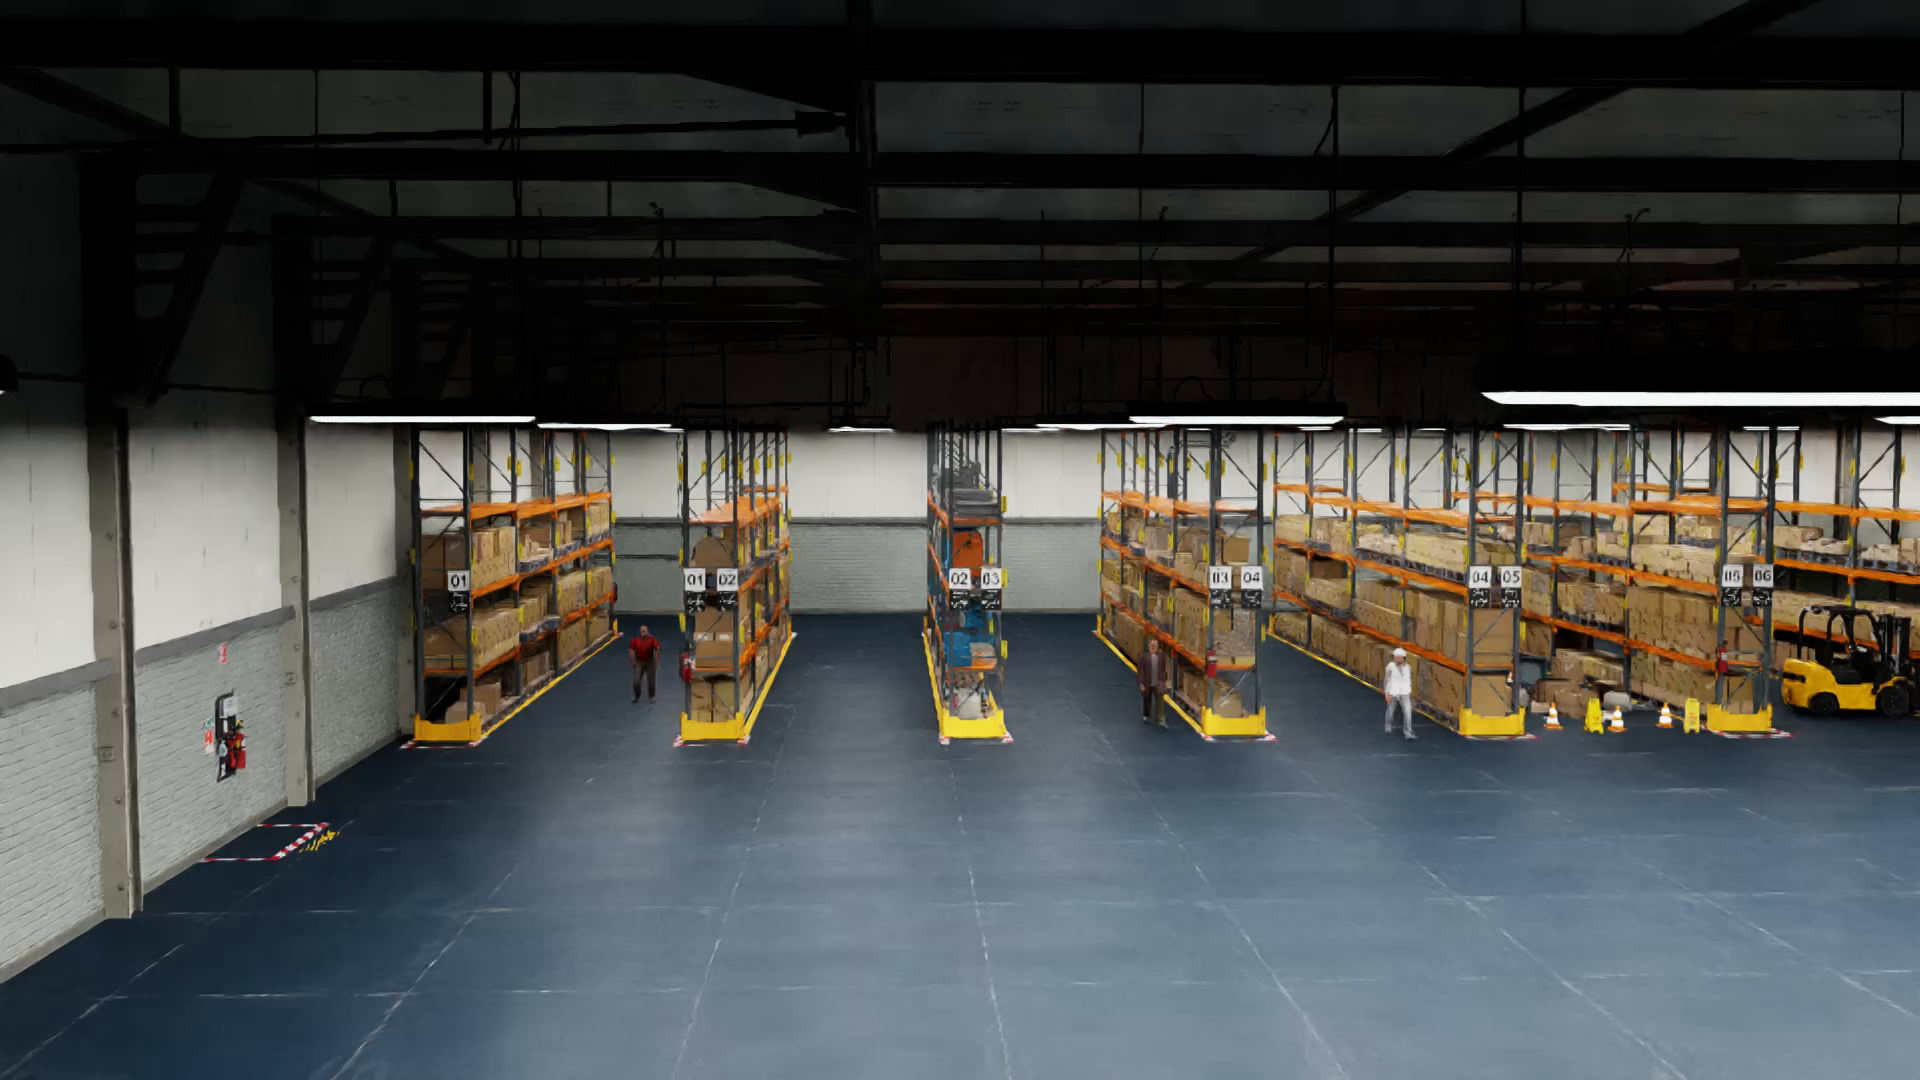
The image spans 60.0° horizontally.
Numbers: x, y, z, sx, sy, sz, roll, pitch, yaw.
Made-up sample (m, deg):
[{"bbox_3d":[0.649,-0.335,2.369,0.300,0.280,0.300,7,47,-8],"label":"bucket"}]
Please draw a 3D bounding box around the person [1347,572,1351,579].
[{"bbox_3d":[11.799,1.684,50.920,0.619,1.575,0.623,2,4,33],"label":"person"}]

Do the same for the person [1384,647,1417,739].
[{"bbox_3d":[8.256,2.858,31.320,0.515,1.698,1.104,0,4,0],"label":"person"}]

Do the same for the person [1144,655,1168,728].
[{"bbox_3d":[3.753,2.900,32.445,0.524,1.453,1.133,0,4,0],"label":"person"}]

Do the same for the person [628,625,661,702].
[{"bbox_3d":[-6.708,2.625,35.367,0.678,1.676,0.525,0,4,-4],"label":"person"}]
